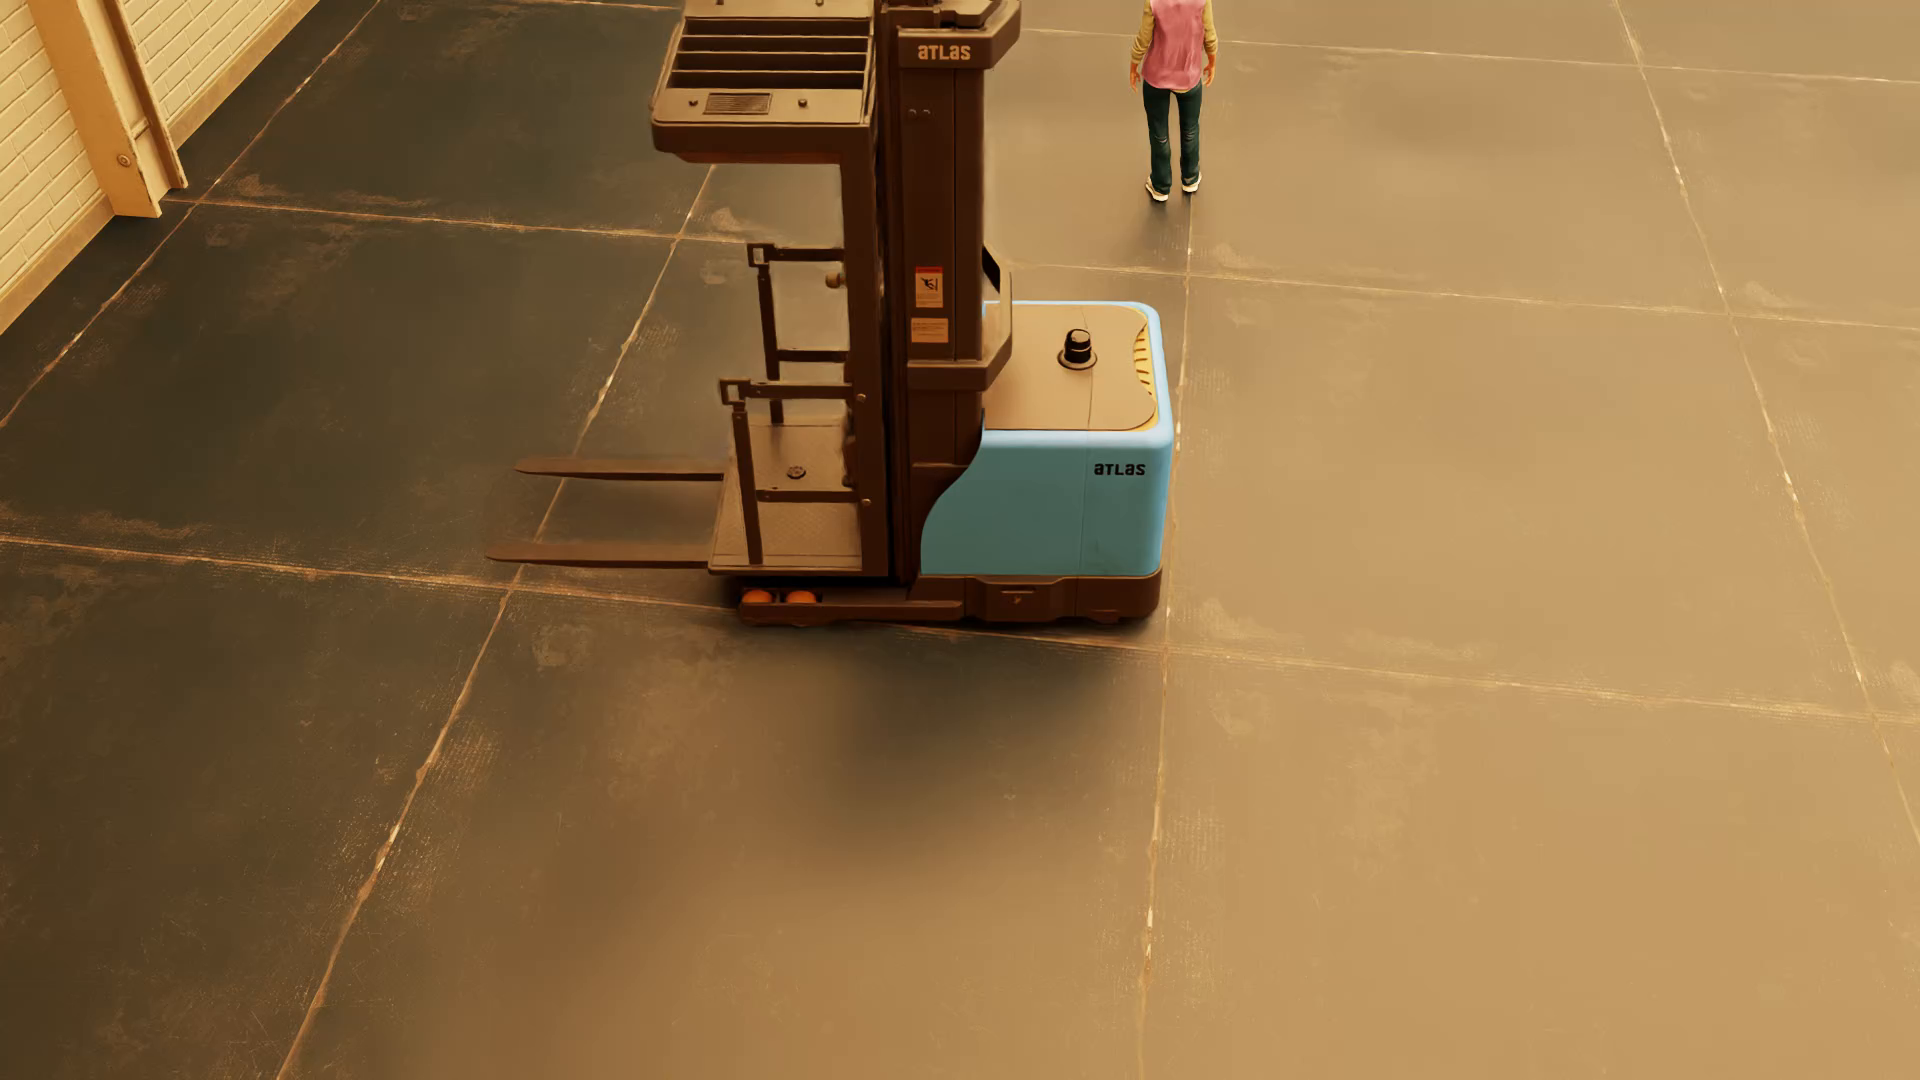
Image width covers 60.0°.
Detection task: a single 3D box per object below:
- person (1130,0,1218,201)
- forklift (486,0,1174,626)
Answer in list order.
[{"bbox_3d":[1.235,-2.723,9.663,0.520,1.597,0.475,0,43,0],"label":"person"},{"bbox_3d":[-0.617,-1.051,6.868,3.031,2.935,1.130,1,43,1],"label":"forklift"}]
